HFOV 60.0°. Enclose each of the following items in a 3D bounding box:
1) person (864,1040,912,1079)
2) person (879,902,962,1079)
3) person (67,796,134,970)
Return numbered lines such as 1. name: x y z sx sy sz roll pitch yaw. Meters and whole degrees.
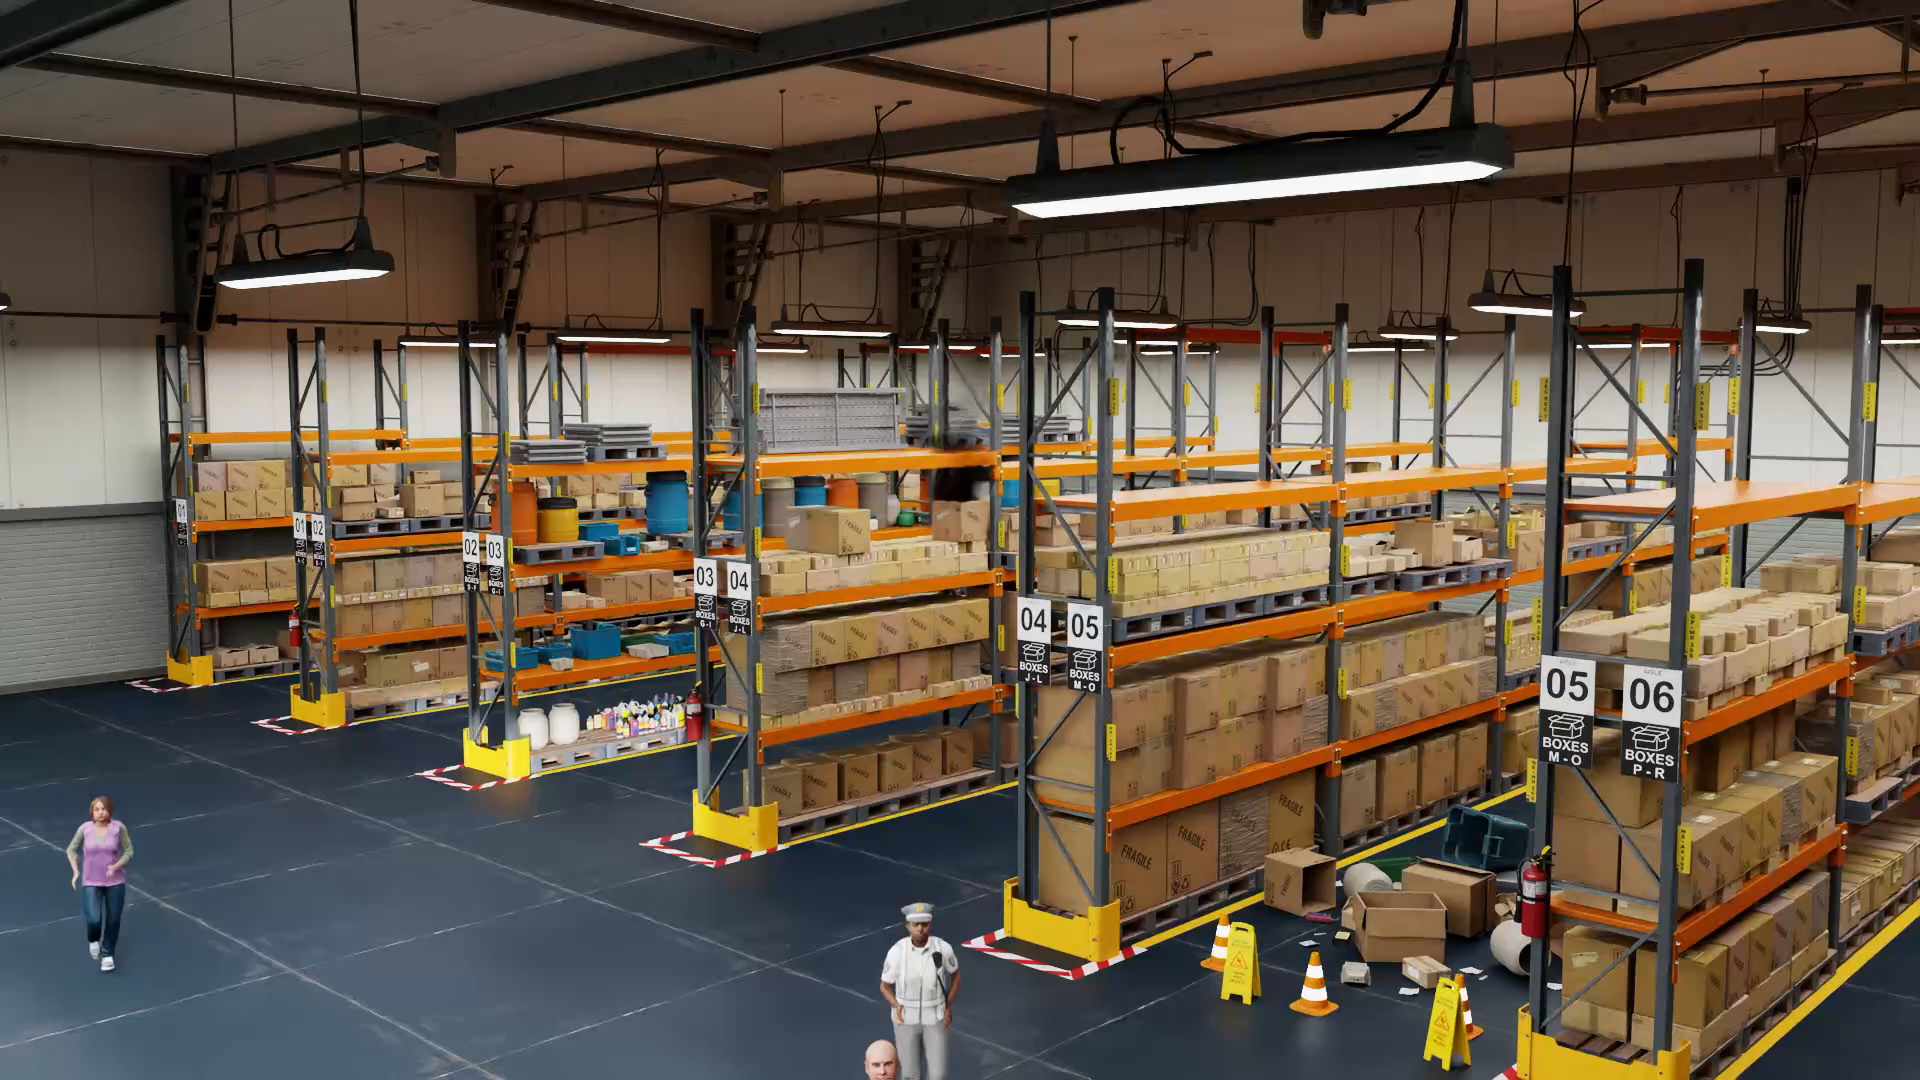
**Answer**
1. person: -0.416 3.474 8.728 0.638 1.755 0.882 0 5 1
2. person: -0.262 3.277 11.321 0.570 1.654 0.568 0 5 -3
3. person: -7.508 3.022 14.554 0.525 1.557 0.529 -3 6 -27
